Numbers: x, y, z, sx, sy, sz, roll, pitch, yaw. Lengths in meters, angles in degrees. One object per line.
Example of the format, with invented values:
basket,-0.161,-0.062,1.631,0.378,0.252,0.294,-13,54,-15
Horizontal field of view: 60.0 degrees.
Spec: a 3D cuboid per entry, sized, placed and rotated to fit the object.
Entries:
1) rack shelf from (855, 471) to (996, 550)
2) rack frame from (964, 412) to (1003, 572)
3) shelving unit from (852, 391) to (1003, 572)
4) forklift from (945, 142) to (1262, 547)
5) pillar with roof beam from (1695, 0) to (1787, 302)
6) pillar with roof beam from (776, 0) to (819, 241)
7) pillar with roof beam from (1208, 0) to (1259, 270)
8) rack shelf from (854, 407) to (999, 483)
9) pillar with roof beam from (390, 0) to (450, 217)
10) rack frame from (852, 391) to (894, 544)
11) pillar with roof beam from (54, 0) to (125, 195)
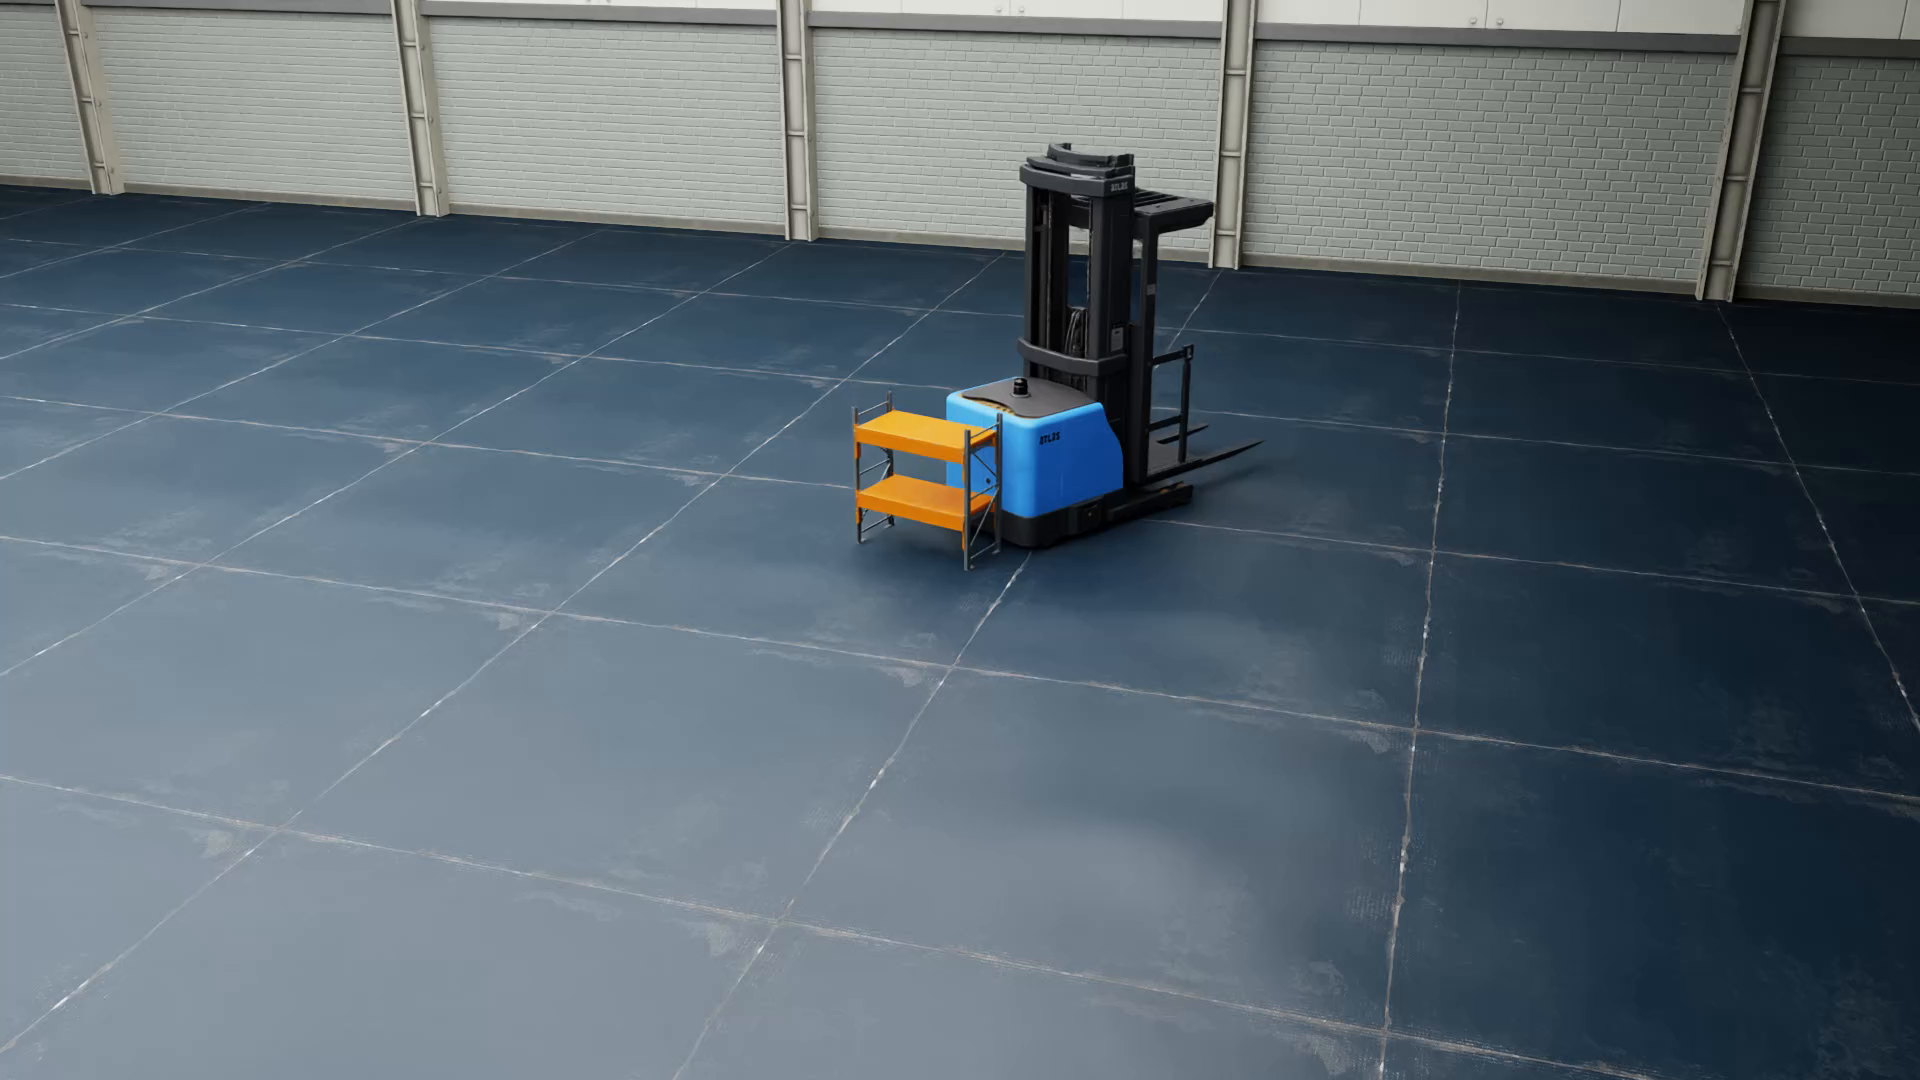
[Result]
rack shelf,-0.251,-0.239,12.921,1.000,0.278,0.538,14,26,30
rack frame,0.177,-0.362,12.575,0.032,1.125,0.500,14,26,30
shelving unit,-0.251,-0.466,12.828,1.048,1.125,0.538,14,26,30
forklift,1.318,-1.747,13.572,3.031,2.935,1.130,-18,29,-37
pillar with roof beam,8.008,-5.570,14.897,0.400,9.000,9.100,7,23,16
pillar with roof beam,-3.480,-6.886,18.104,0.400,9.000,9.100,7,23,16
pillar with roof beam,2.264,-6.228,16.500,0.400,9.000,9.100,7,23,16
rack shelf,-0.251,-0.736,12.717,1.000,0.278,0.538,14,26,30
pillar with roof beam,-9.224,-7.543,19.707,0.400,9.000,9.100,7,23,16
rack frame,-0.680,-0.570,13.081,0.032,1.125,0.500,14,26,30
pillar with roof beam,-14.969,-8.201,21.311,0.400,9.000,9.100,7,23,16
